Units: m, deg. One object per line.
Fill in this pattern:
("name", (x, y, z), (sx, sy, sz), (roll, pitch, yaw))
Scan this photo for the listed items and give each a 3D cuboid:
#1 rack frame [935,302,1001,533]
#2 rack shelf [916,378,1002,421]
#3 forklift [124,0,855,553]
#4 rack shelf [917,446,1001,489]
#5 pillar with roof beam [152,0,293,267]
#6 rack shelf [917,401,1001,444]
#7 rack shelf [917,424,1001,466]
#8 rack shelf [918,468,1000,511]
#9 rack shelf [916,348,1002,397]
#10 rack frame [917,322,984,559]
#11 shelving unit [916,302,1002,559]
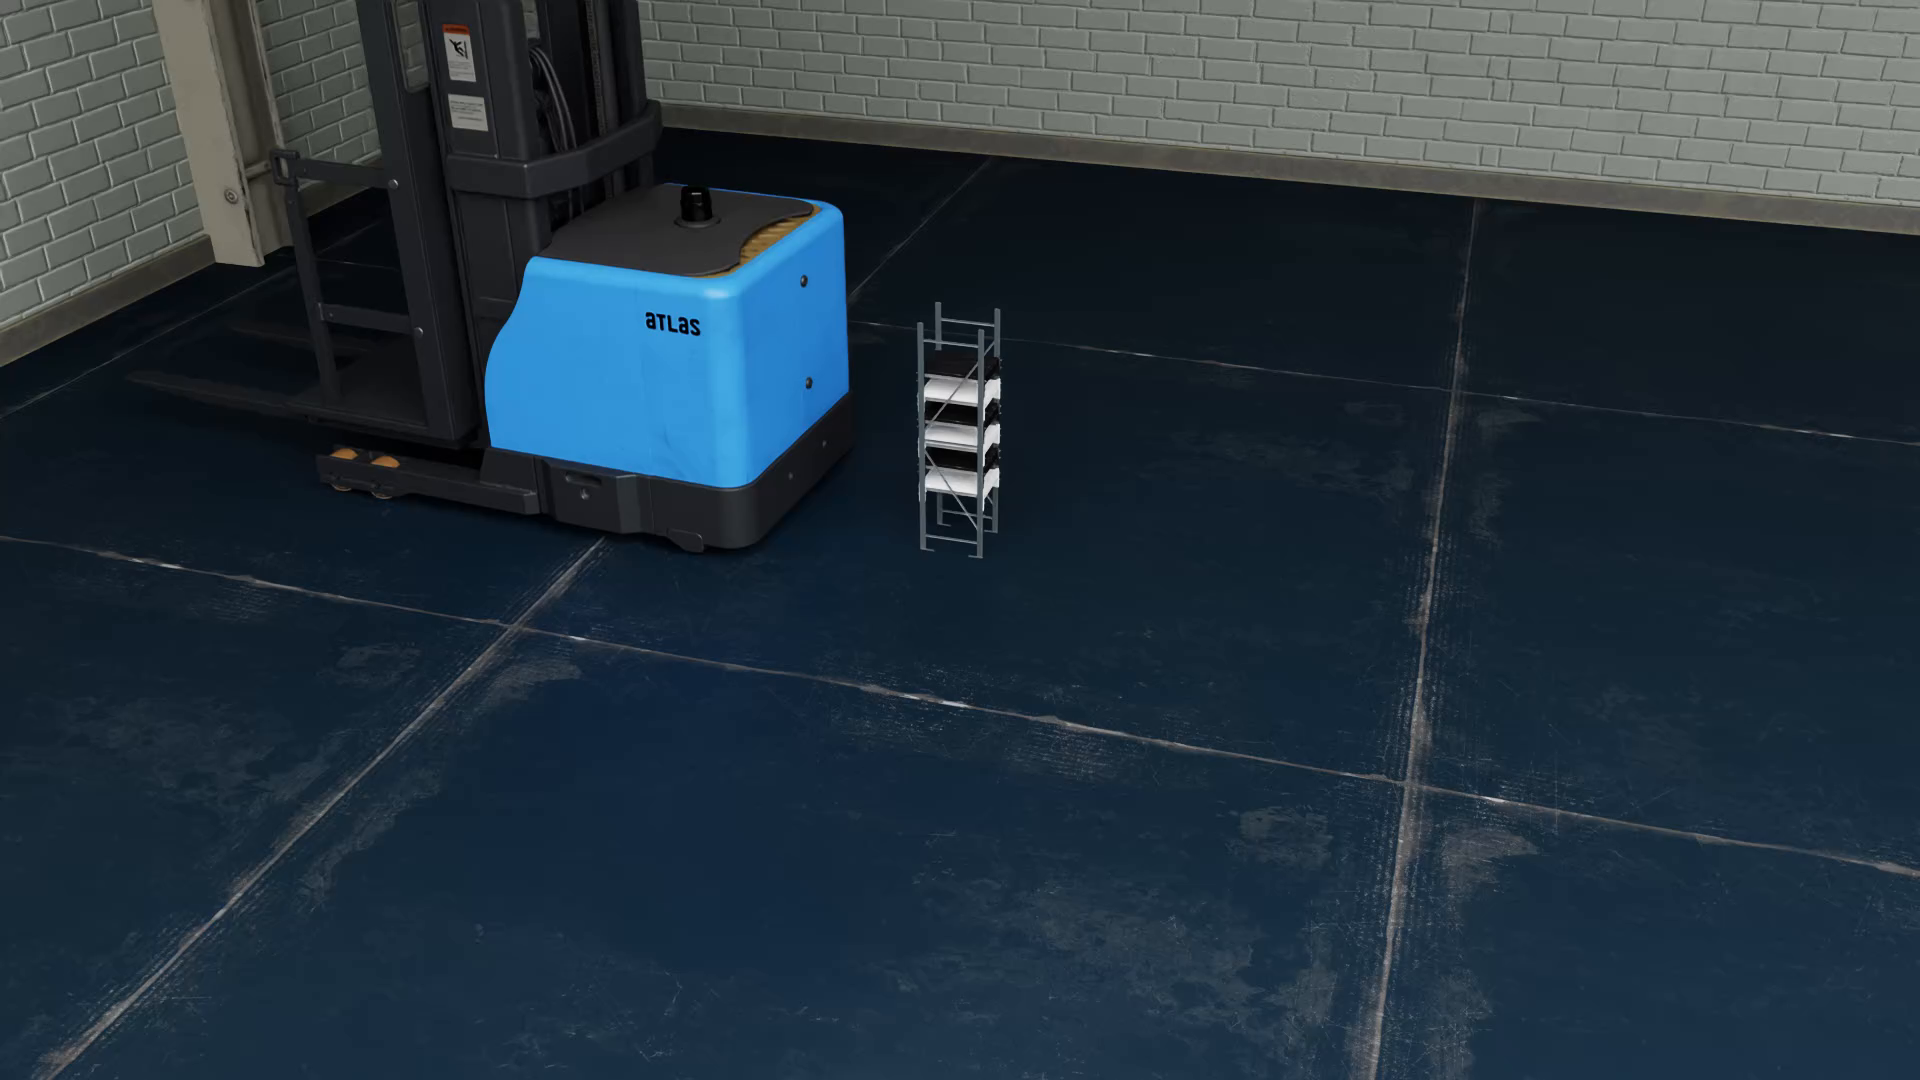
("rack frame", (0.027, -0.437, 6.109), (0.240, 0.900, 0.006), (8, 30, 15))
("rack shelf", (-0.002, -0.518, 5.953), (0.258, 0.077, 0.200), (8, 30, 15))
("forklift", (-2.003, -1.668, 6.234), (3.031, 2.935, 1.130), (10, 31, 18))
("rack shelf", (-0.002, -0.282, 6.084), (0.258, 0.077, 0.200), (8, 30, 15))
("pillar with roof beam", (0.289, -4.887, 5.778), (9.100, 9.000, 0.400), (8, 30, 15))
("rack shelf", (-0.002, -0.439, 5.997), (0.258, 0.077, 0.200), (8, 30, 15))
("rack shelf", (-0.002, -0.360, 6.041), (0.258, 0.077, 0.200), (8, 30, 15))
("rack shelf", (-0.002, -0.203, 6.128), (0.258, 0.077, 0.200), (8, 30, 15))
("rack shelf", (-0.002, -0.596, 5.909), (0.258, 0.077, 0.200), (8, 30, 15))
("rack frame", (-0.032, -0.342, 5.940), (0.240, 0.900, 0.006), (8, 30, 15))
("shelving unit", (-0.002, -0.389, 6.024), (0.258, 0.900, 0.210), (8, 30, 15))
